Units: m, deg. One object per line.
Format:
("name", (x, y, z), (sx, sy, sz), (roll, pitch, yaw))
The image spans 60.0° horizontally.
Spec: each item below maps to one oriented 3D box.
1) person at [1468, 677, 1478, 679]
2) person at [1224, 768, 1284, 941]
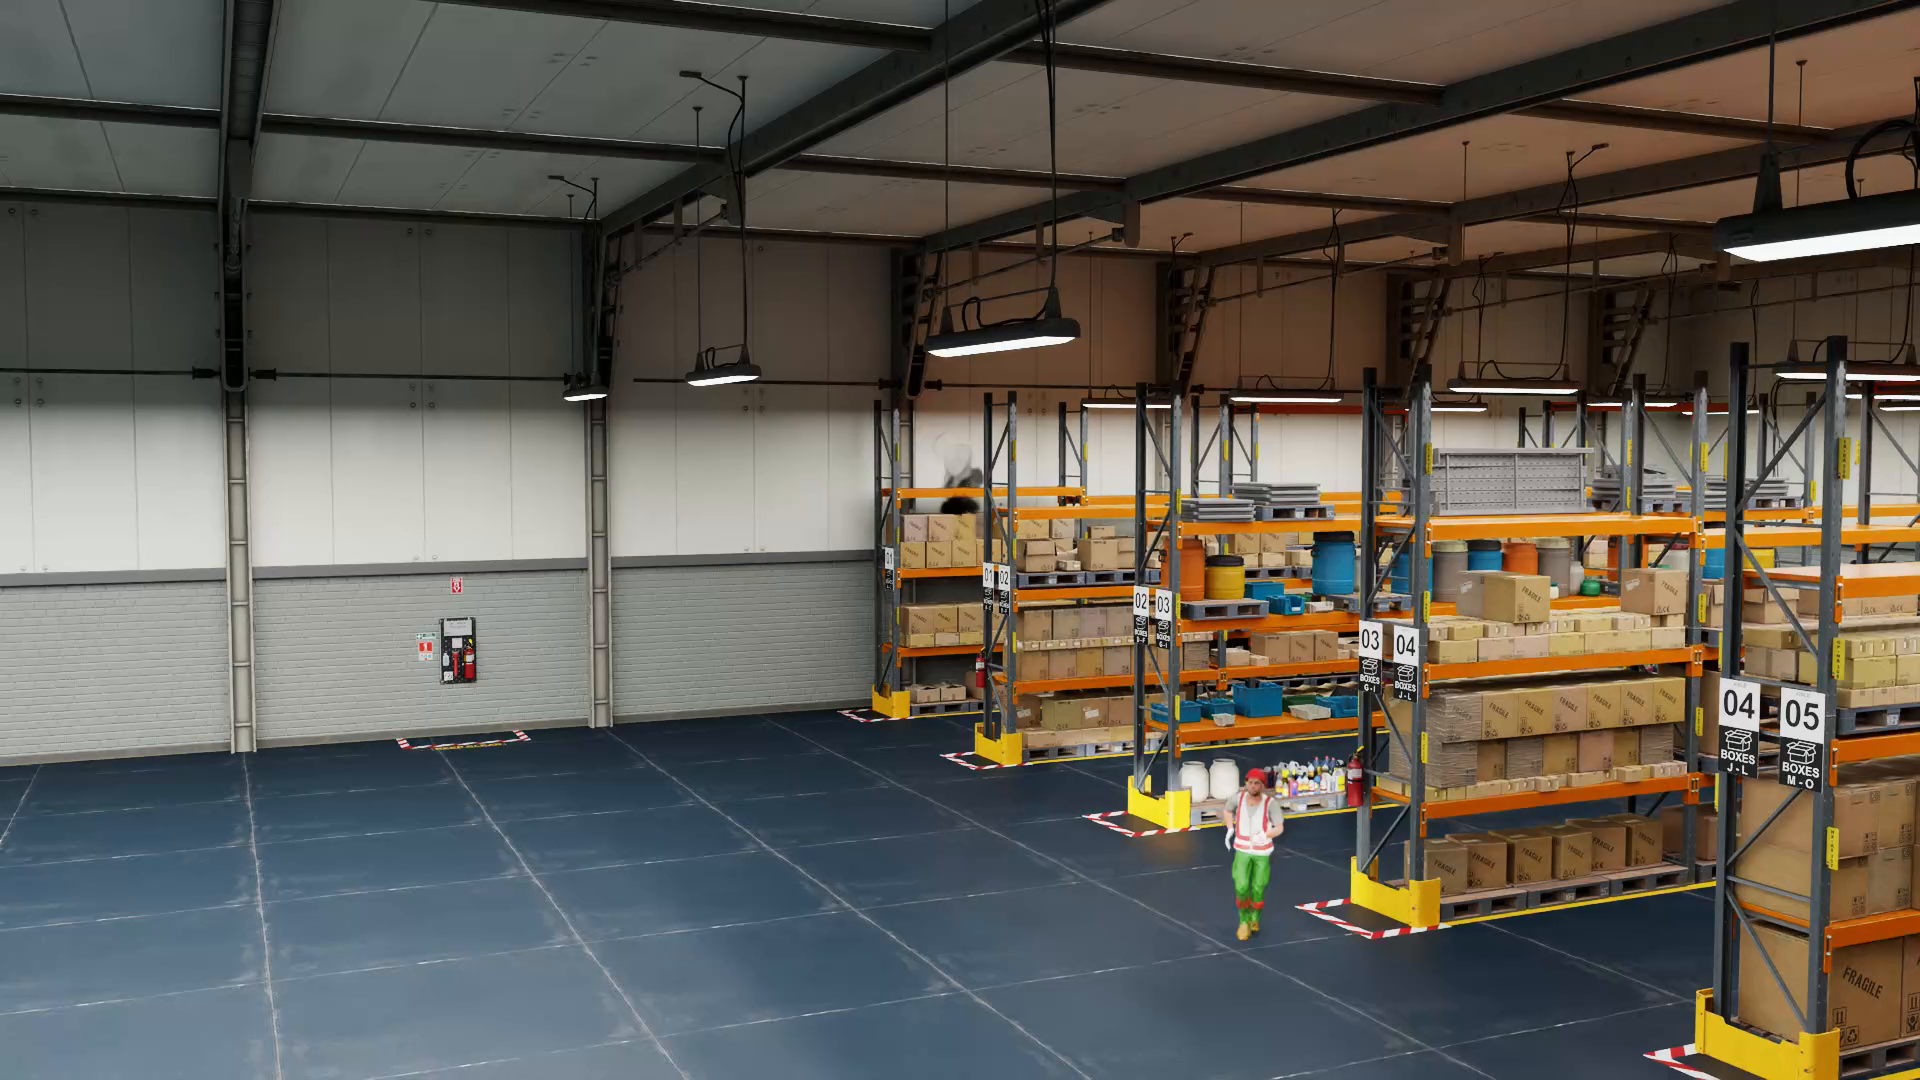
("person", (8.721, 2.682, 27.938), (0.640, 1.737, 0.709), (-2, 4, -36))
("person", (3.040, 3.270, 17.329), (0.647, 1.805, 0.677), (1, 3, 16))
